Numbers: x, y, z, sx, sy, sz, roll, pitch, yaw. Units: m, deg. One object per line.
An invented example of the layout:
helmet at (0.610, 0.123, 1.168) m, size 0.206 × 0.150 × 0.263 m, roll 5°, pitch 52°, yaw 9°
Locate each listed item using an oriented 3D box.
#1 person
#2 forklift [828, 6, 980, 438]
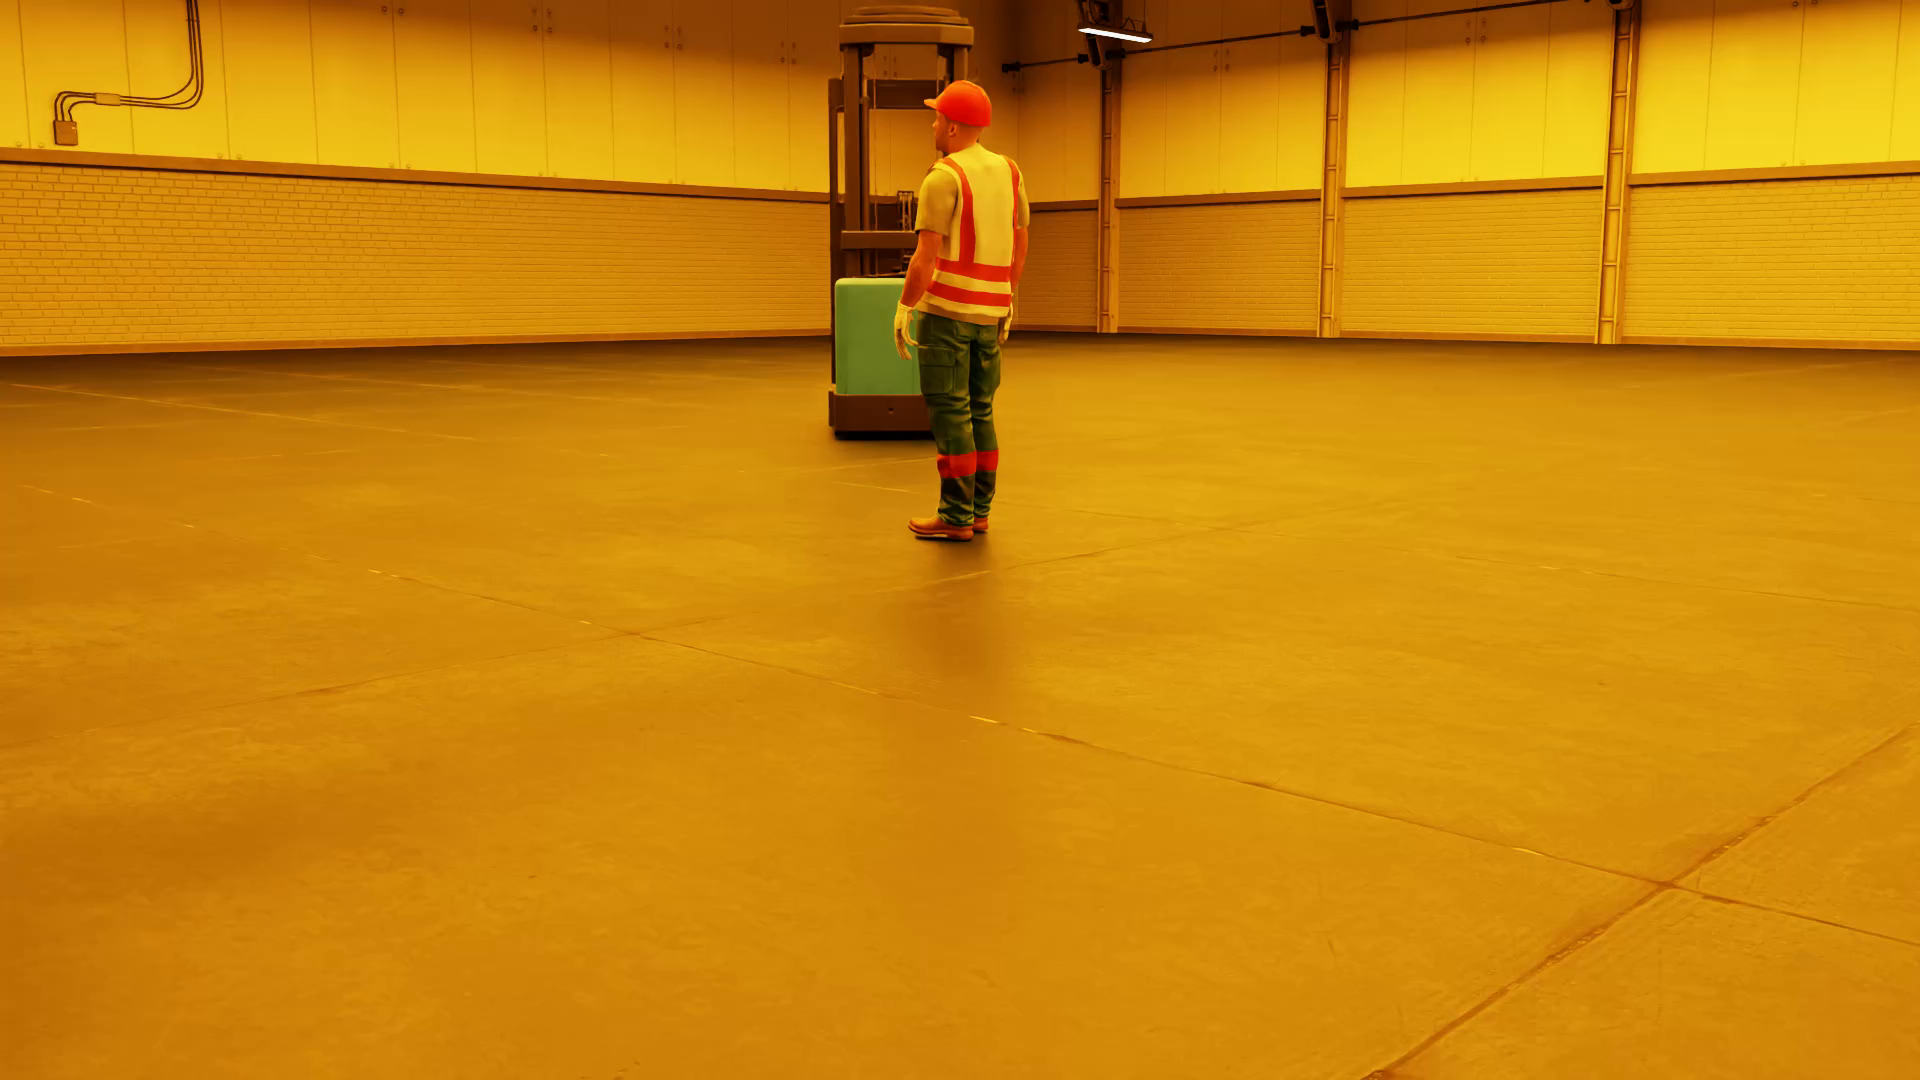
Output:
person at (-0.049, -0.899, 6.647) m, size 0.564 × 1.782 × 0.637 m, roll 8°, pitch 12°, yaw 43°
forklift at (-0.423, -2.328, 12.334) m, size 1.130 × 2.935 × 3.031 m, roll -1°, pitch 9°, yaw -4°
